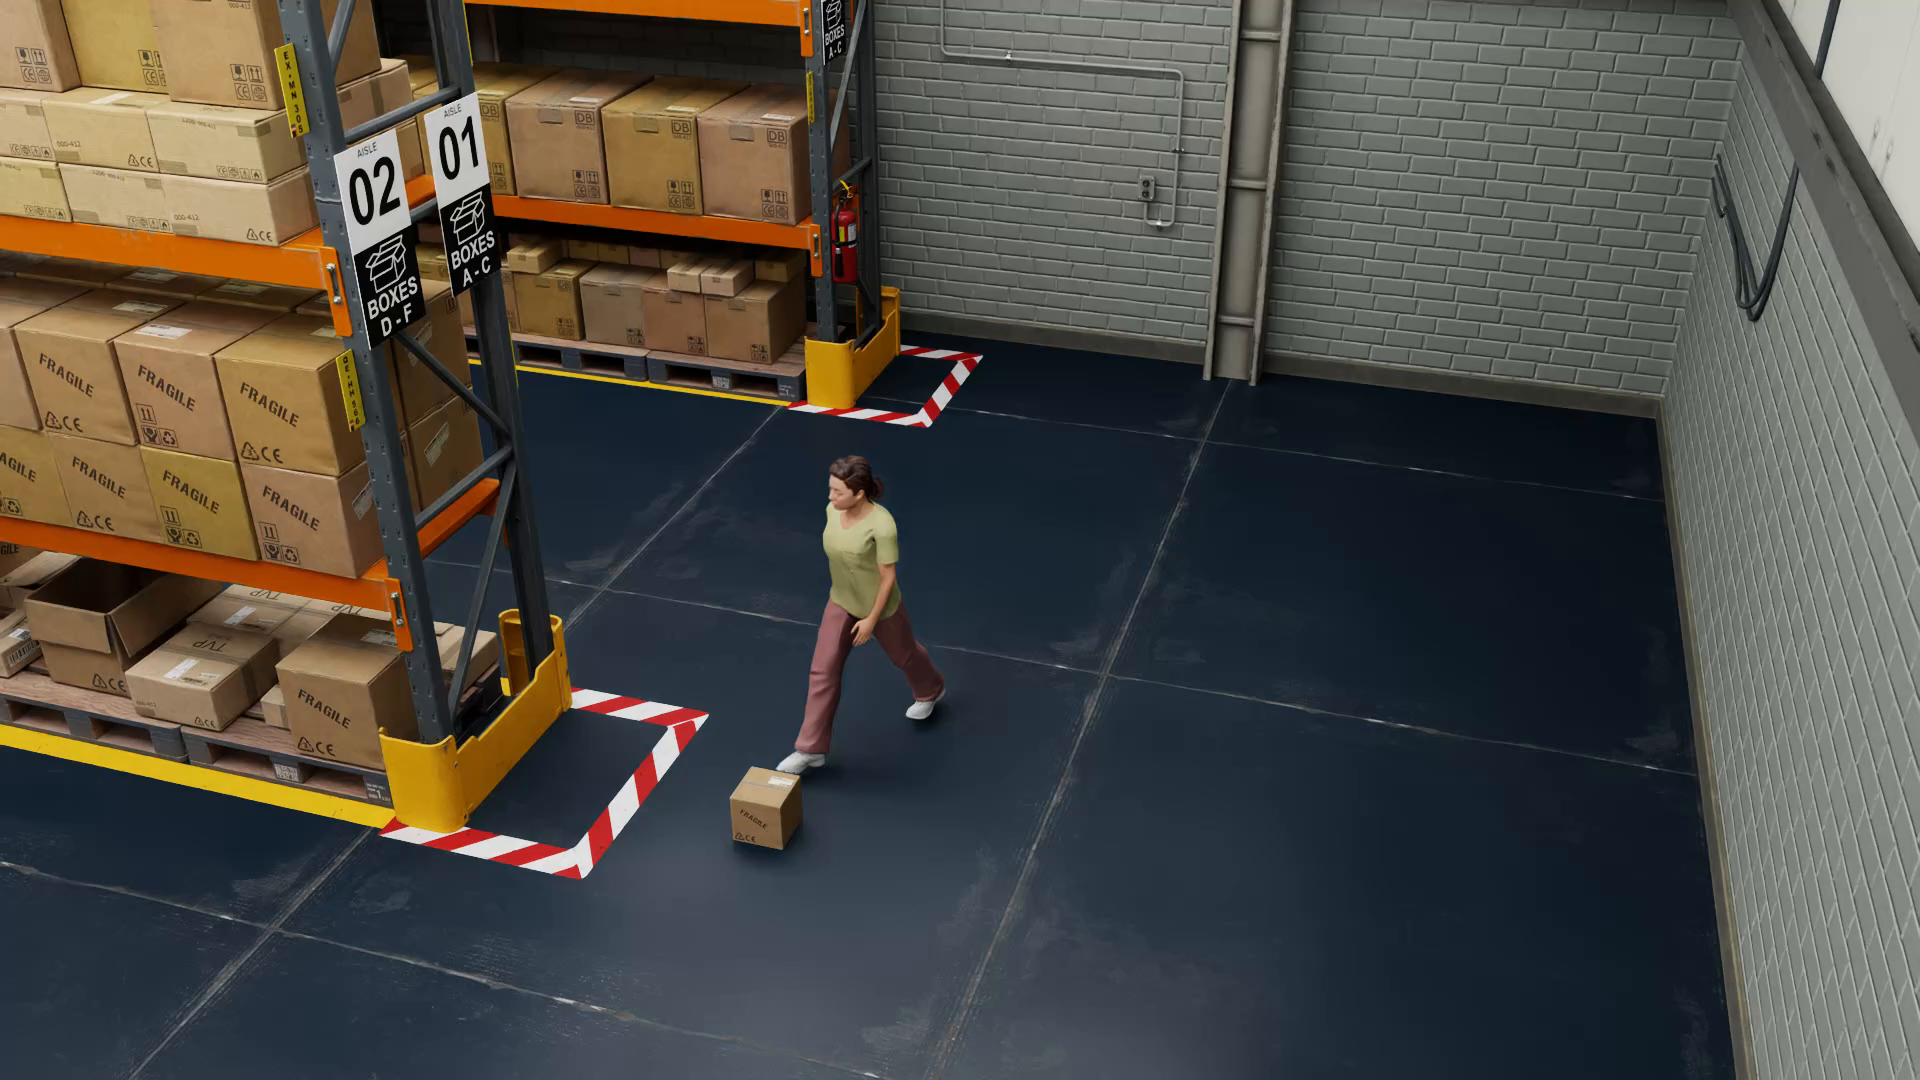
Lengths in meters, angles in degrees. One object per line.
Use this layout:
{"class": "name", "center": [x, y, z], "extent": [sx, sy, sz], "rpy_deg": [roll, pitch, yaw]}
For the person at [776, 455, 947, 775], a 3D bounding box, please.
{"class": "person", "center": [-0.479, 0.305, 7.963], "extent": [0.458, 1.610, 1.066], "rpy_deg": [18, 34, 29]}
